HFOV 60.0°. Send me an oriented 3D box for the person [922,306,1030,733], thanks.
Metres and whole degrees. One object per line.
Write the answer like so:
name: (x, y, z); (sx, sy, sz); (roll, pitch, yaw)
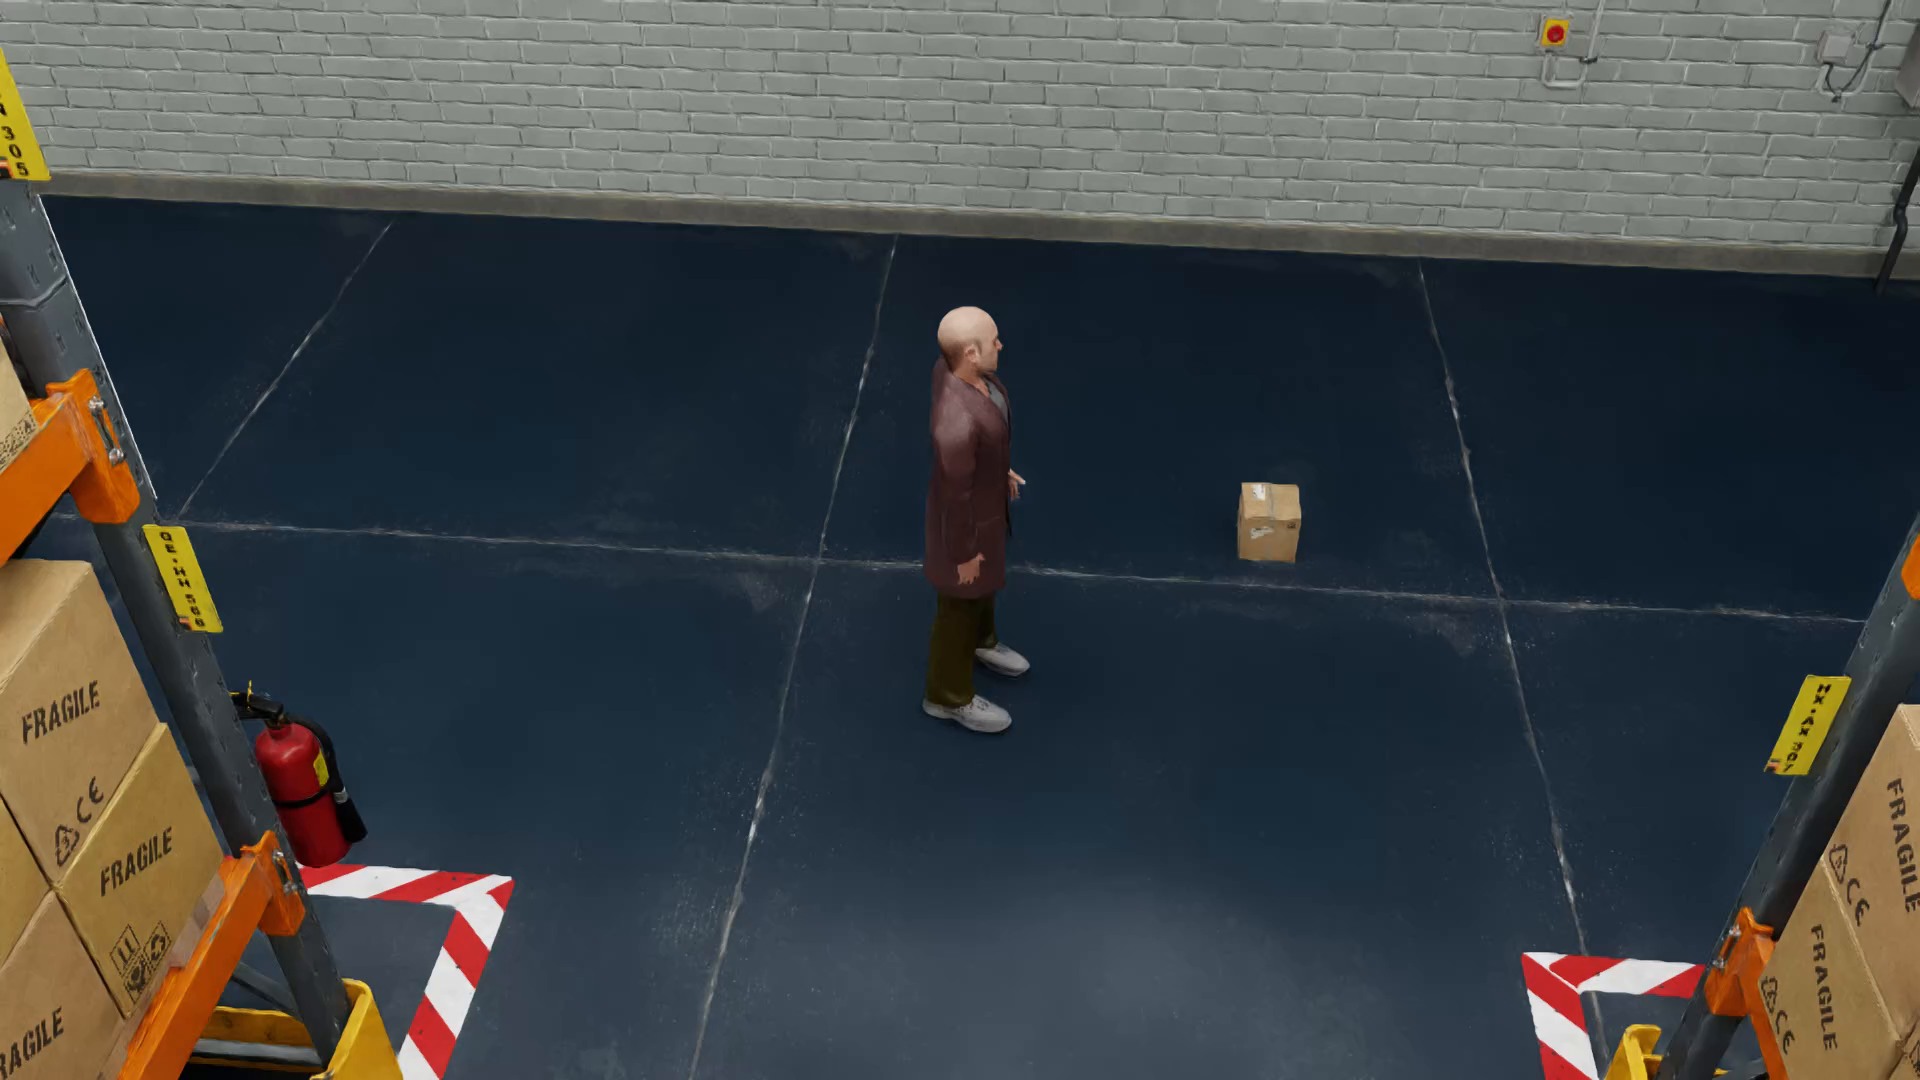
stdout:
person: (0.070, -0.097, 6.245); (0.425, 1.787, 0.619); (2, 40, 3)
